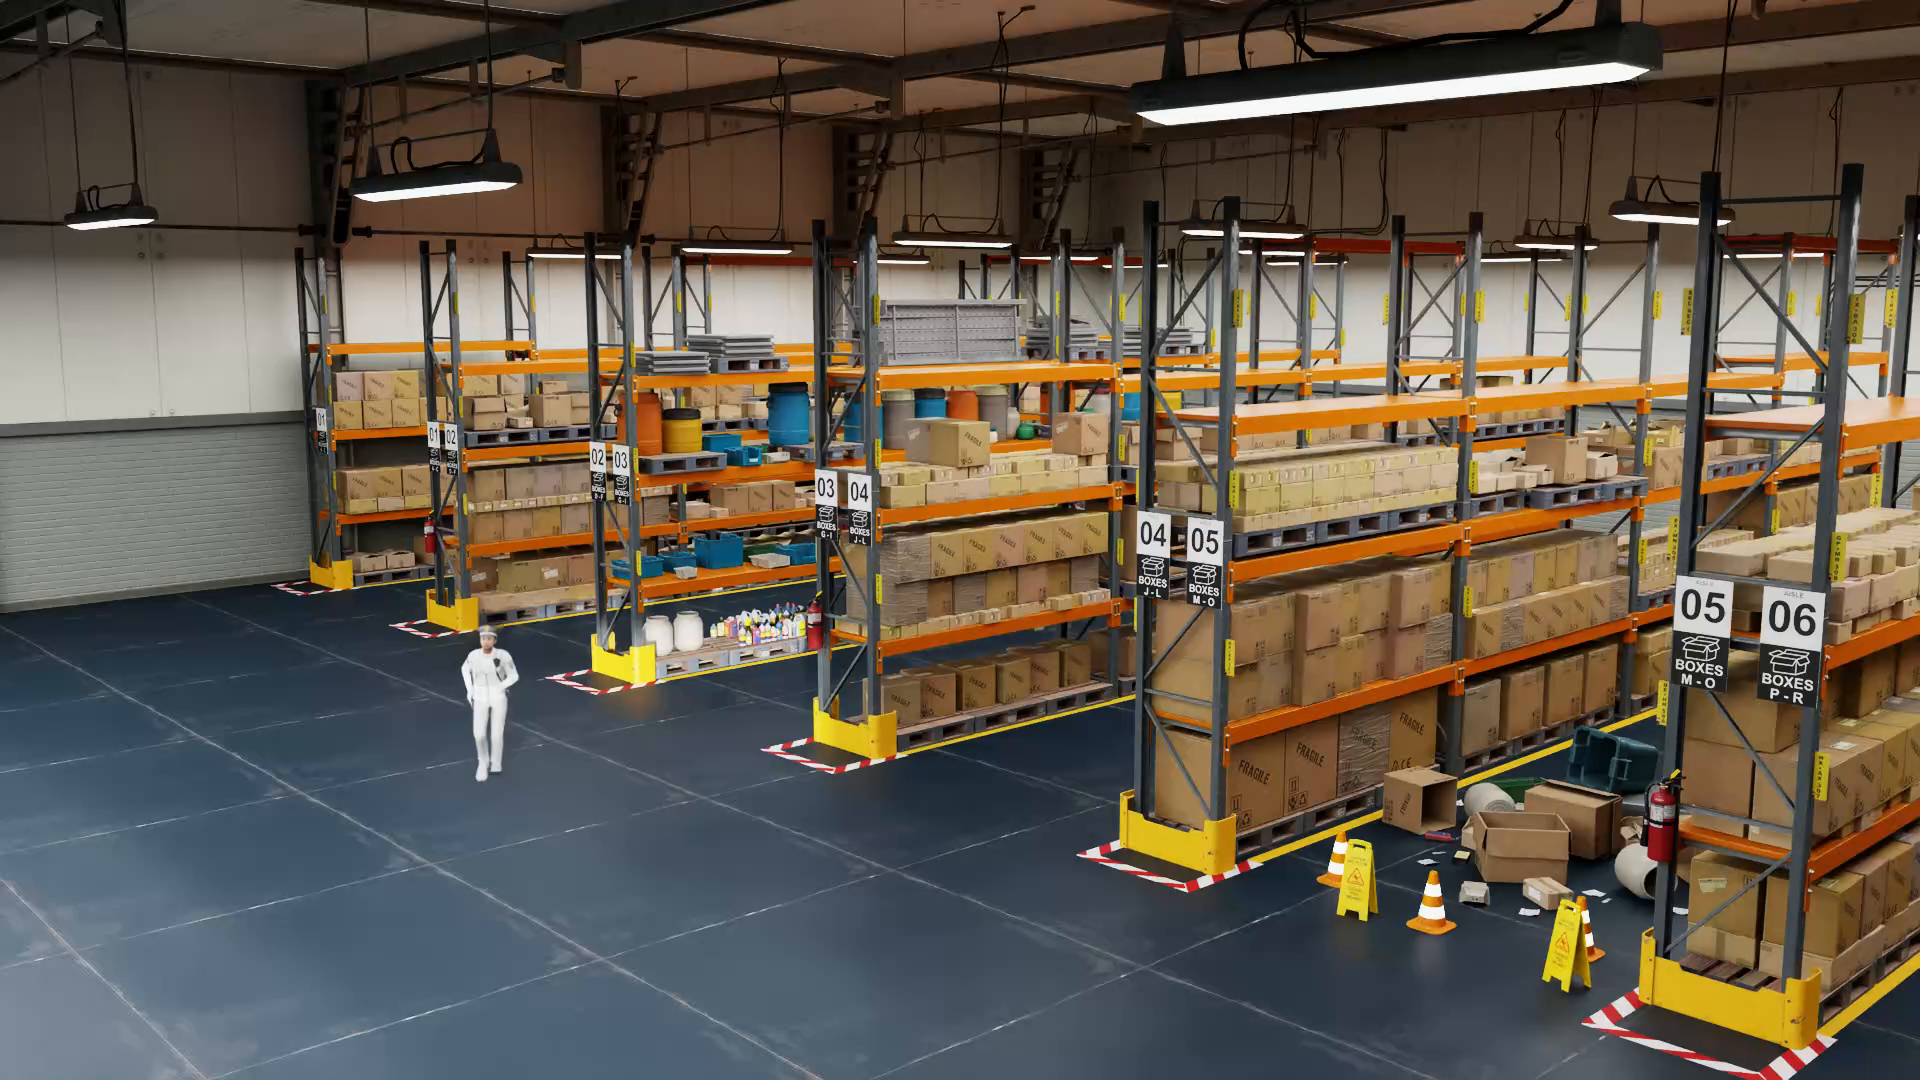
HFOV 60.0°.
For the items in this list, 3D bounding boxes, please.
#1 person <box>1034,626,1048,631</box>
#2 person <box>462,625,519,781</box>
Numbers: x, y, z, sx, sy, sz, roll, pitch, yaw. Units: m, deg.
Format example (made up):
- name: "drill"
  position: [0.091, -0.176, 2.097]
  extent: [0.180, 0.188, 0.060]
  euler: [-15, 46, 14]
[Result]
- name: "person"
  position: [1.146, 0.482, 24.240]
  extent: [0.652, 1.729, 0.524]
  euler: [6, 11, 37]
- name: "person"
  position: [-5.032, 1.744, 17.824]
  extent: [0.608, 1.711, 0.672]
  euler: [-2, 9, -11]
